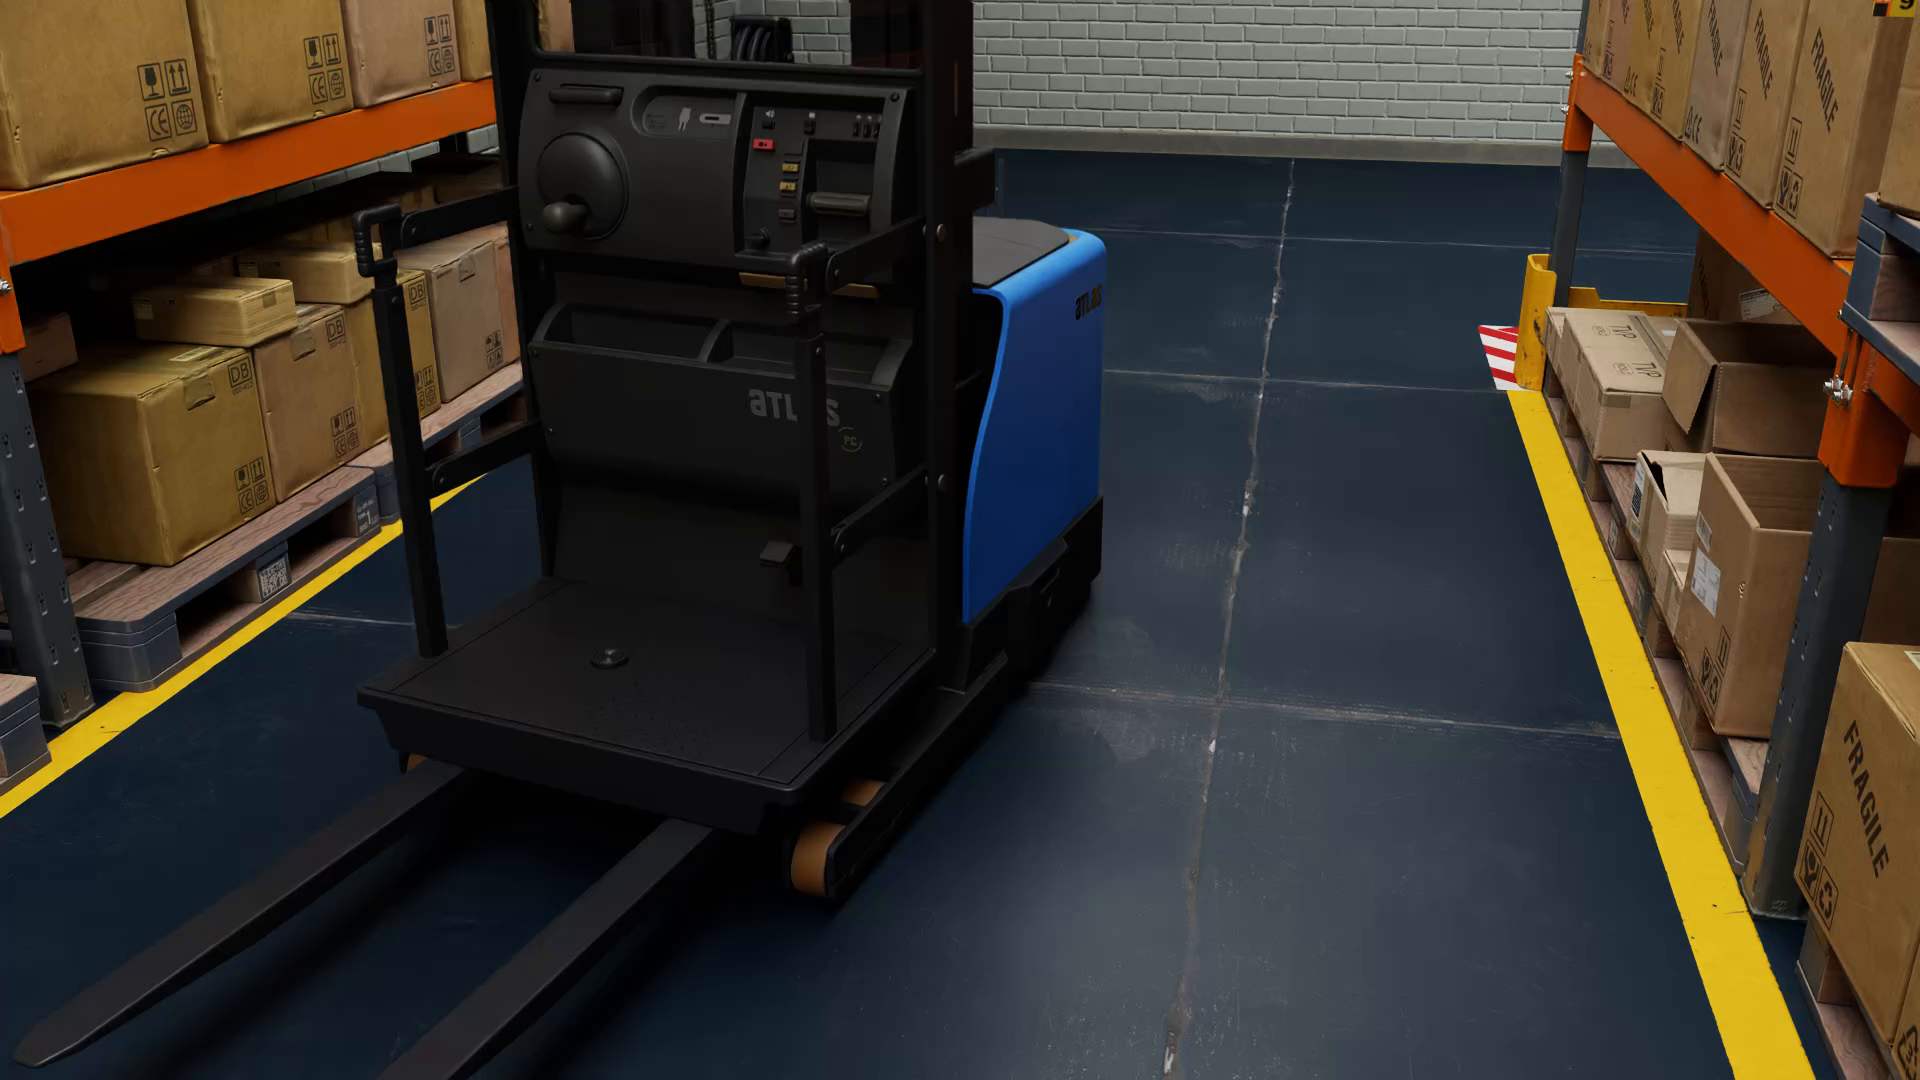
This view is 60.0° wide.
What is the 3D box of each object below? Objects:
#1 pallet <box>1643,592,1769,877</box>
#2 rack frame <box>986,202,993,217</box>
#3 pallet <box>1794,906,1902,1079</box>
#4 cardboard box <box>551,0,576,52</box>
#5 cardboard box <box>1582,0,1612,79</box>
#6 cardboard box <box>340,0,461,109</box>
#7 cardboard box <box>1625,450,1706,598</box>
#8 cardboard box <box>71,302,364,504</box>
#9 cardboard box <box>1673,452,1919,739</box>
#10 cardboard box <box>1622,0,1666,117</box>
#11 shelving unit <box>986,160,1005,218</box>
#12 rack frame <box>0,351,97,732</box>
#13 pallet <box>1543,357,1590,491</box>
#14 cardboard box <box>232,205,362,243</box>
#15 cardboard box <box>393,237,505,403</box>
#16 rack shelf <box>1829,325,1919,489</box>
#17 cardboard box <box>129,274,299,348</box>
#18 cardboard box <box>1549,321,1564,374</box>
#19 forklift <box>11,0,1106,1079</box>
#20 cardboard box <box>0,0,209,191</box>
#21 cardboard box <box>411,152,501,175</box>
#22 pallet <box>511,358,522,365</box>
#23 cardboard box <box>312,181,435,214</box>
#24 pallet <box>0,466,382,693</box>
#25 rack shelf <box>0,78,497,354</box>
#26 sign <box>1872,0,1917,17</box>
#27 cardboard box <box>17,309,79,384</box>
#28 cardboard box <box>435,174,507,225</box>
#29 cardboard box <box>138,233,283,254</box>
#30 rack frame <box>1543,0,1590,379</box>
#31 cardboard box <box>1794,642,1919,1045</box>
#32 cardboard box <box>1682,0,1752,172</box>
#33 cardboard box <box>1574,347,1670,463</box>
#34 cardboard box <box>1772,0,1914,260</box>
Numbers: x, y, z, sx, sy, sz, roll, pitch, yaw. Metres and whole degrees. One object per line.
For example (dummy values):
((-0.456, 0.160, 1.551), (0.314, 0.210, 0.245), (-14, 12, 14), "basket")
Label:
((2.270, 0.446, 3.963), (1.003, 0.211, 1.213), (4, 22, 11), "pallet")
((-0.022, -0.518, 5.033), (0.240, 1.200, 0.006), (4, 22, 11), "rack frame")
((2.000, 0.998, 2.593), (1.003, 0.211, 1.213), (4, 22, 11), "pallet")
((-1.999, -2.387, 6.864), (0.980, 0.700, 0.700), (5, 23, 13), "cardboard box")
((2.597, -1.963, 6.079), (0.500, 0.500, 0.500), (5, 22, 12), "cardboard box")
((-2.301, -1.842, 5.510), (0.980, 0.700, 0.700), (3, 22, 8), "cardboard box")
((2.121, -0.057, 4.491), (0.500, 0.311, 0.500), (4, 22, 11), "cardboard box")
((-2.362, -0.457, 5.256), (0.700, 0.500, 0.500), (4, 22, 10), "cardboard box")
((1.968, 0.129, 3.774), (0.500, 0.500, 0.500), (4, 22, 11), "cardboard box")
((2.391, -1.591, 5.154), (0.500, 0.500, 0.500), (4, 22, 11), "cardboard box")
((-0.003, -0.551, 5.116), (0.258, 1.200, 0.189), (4, 22, 11), "shelving unit")
((-2.721, -0.972, 3.753), (1.000, 3.000, 0.127), (4, 22, 11), "rack frame")
((2.768, -0.446, 6.178), (1.003, 0.211, 1.213), (4, 22, 11), "pallet")
((-2.377, -1.105, 5.997), (0.380, 0.149, 0.250), (5, 22, 11), "cardboard box")
((-2.154, -0.840, 6.208), (0.700, 0.500, 0.500), (4, 22, 9), "cardboard box")
((1.721, 0.469, 1.137), (1.077, 0.370, 4.000), (4, 22, 11), "rack shelf")
((-2.219, -0.685, 4.956), (0.380, 0.149, 0.250), (5, 23, 13), "cardboard box")
((2.473, -0.730, 6.355), (0.380, 0.166, 0.250), (4, 22, 11), "cardboard box")
((-0.629, -0.787, 3.385), (1.130, 2.935, 3.031), (9, 24, 22), "forklift")
((-2.594, -1.309, 4.186), (0.980, 0.700, 0.700), (5, 22, 12), "cardboard box")
((-2.120, -1.569, 7.149), (0.380, 0.149, 0.250), (5, 22, 11), "cardboard box")
((-1.991, -0.843, 7.165), (1.003, 0.211, 1.213), (4, 22, 11), "pallet")
((-2.274, -1.292, 6.462), (0.380, 0.149, 0.250), (5, 22, 11), "cardboard box")
((-2.489, 0.049, 4.949), (1.003, 0.211, 1.213), (4, 22, 11), "pallet")
((-2.313, -1.370, 5.703), (1.077, 0.370, 4.000), (4, 22, 11), "rack shelf")
((1.597, -1.036, 2.752), (0.100, 0.325, 0.005), (4, 22, 11), "sign")
((-2.692, -0.536, 4.585), (0.380, 0.149, 0.250), (4, 22, 11), "cardboard box")
((-1.849, -1.353, 6.614), (0.380, 0.149, 0.250), (5, 22, 12), "cardboard box")
((-2.481, -0.918, 5.533), (0.380, 0.149, 0.250), (5, 22, 11), "cardboard box")
((2.945, -2.059, 6.451), (1.000, 3.000, 0.127), (4, 22, 11), "rack frame")
((1.792, 0.518, 2.810), (0.500, 0.500, 0.500), (3, 22, 8), "cardboard box")
((2.187, -1.221, 4.237), (0.500, 0.500, 0.500), (5, 22, 12), "cardboard box")
((2.353, -0.445, 5.534), (0.500, 0.250, 0.500), (4, 22, 11), "cardboard box")
((1.980, -0.845, 3.302), (0.500, 0.500, 0.500), (5, 22, 12), "cardboard box")
